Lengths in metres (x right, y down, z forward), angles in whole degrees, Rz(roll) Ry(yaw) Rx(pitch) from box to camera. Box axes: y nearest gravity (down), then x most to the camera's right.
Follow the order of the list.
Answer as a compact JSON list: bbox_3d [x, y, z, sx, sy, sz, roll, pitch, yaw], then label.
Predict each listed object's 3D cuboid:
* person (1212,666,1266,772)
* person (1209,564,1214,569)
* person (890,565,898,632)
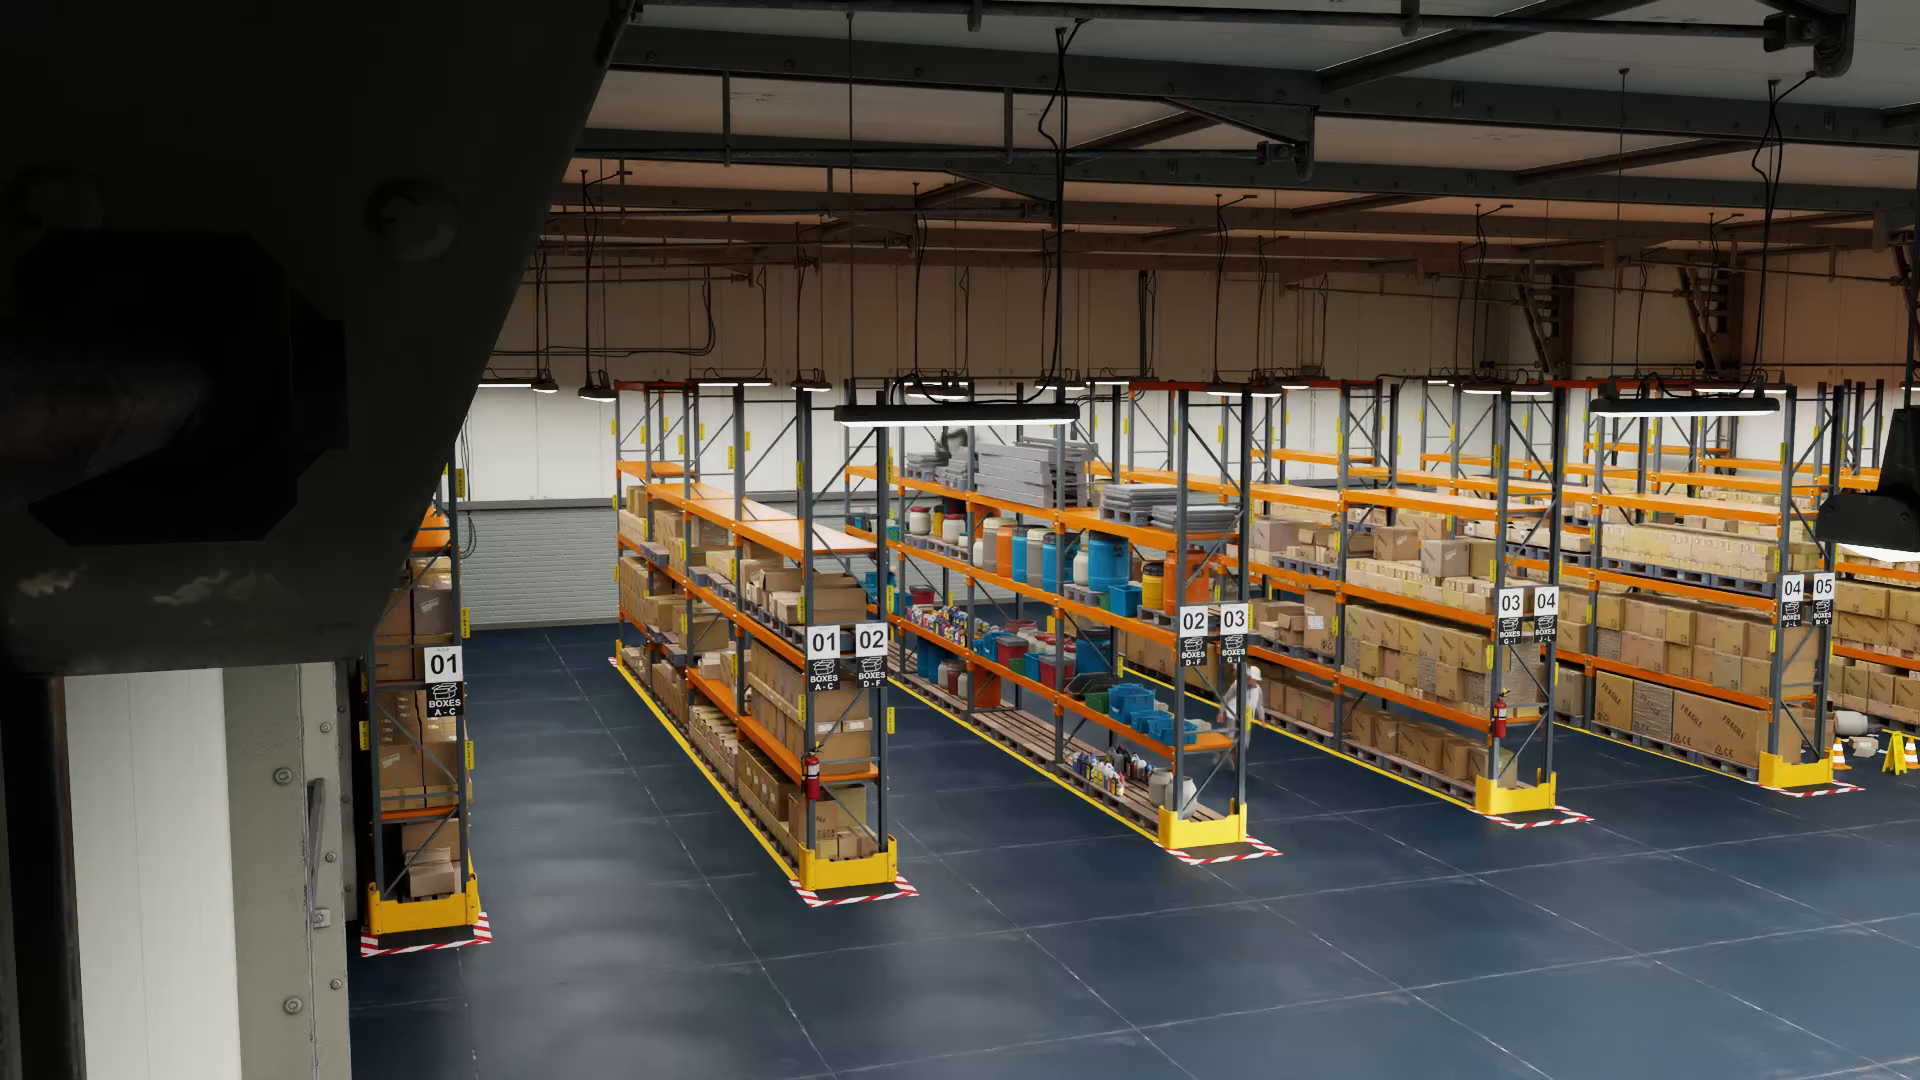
[{"bbox_3d":[4.337,2.760,25.730,0.768,1.692,0.675,-1,6,-13],"label":"person"},{"bbox_3d":[5.889,1.212,40.409,0.620,1.800,0.863,-1,6,-6],"label":"person"},{"bbox_3d":[-1.663,1.505,37.928,0.730,1.774,0.803,0,6,-1],"label":"person"}]
